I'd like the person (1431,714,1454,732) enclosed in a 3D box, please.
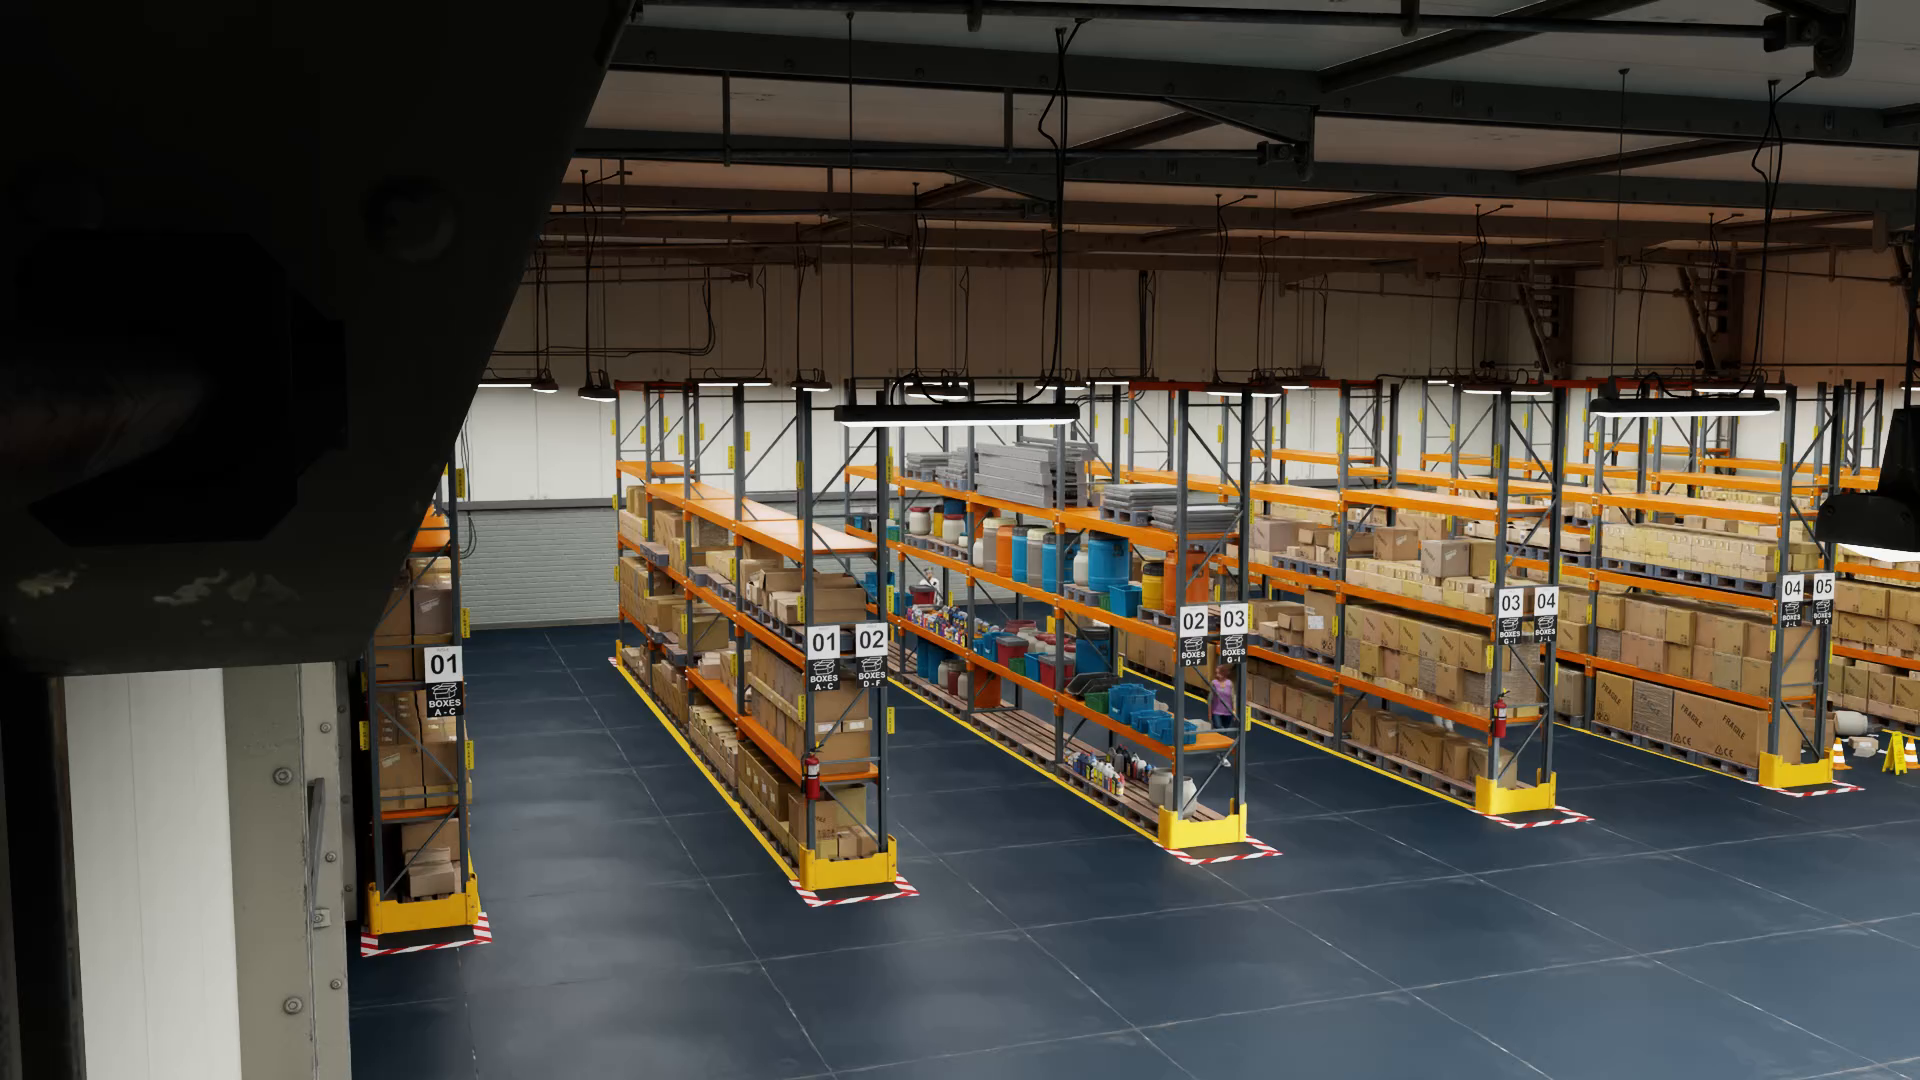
[{"bbox_3d":[8.062,2.556,27.901,0.530,1.654,0.462,-1,6,-11],"label":"person"}]

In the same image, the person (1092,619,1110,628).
[{"bbox_3d":[2.832,1.927,32.718,0.479,1.527,0.890,-1,6,-11],"label":"person"}]

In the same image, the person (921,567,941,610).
[{"bbox_3d":[-0.715,1.418,38.642,0.486,1.637,0.871,-2,7,-22],"label":"person"}]

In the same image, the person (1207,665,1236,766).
[{"bbox_3d":[4.160,2.762,26.263,0.438,1.560,0.905,-1,6,-5],"label":"person"}]
